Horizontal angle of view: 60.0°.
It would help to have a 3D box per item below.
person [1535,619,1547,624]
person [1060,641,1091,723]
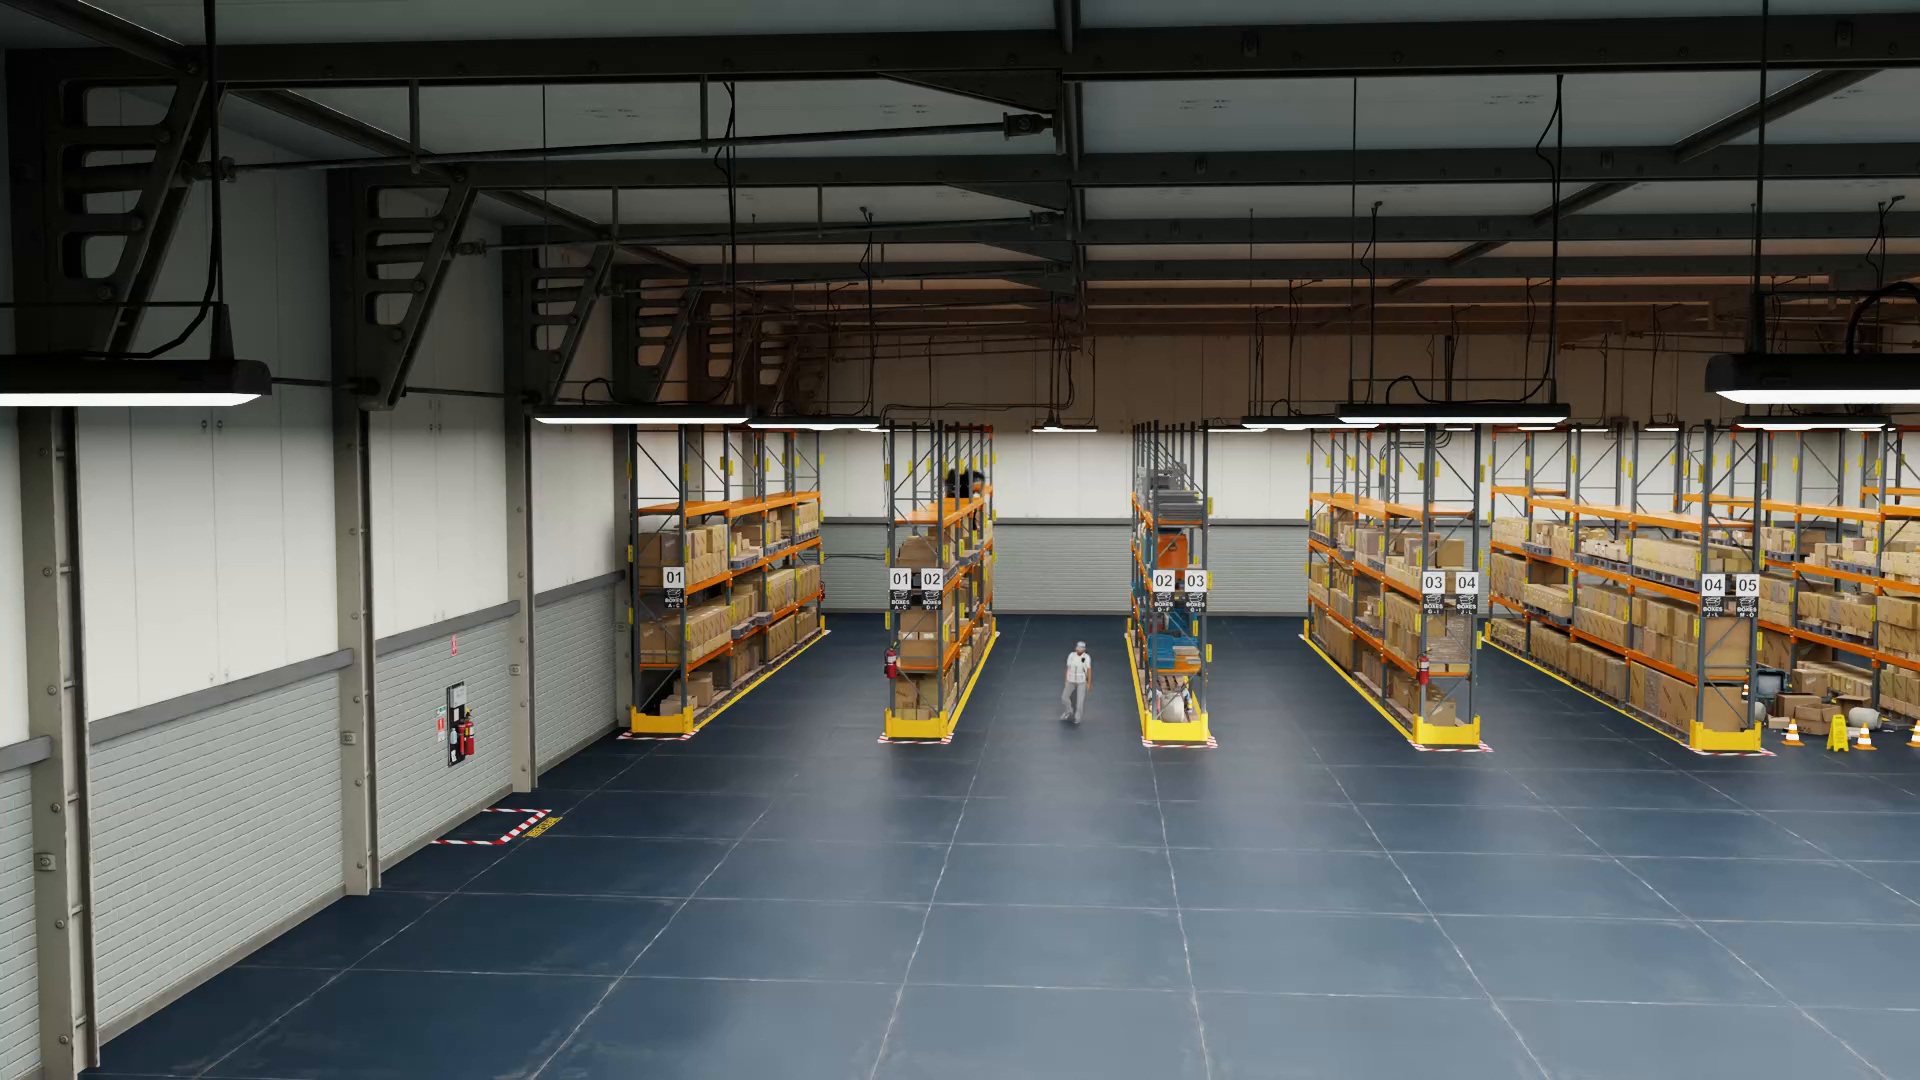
[{"bbox_3d":[16.226,1.910,47.019,0.895,1.687,0.659,3,4,36],"label":"person"},{"bbox_3d":[2.276,2.811,32.957,0.640,1.636,0.495,1,4,14],"label":"person"}]
